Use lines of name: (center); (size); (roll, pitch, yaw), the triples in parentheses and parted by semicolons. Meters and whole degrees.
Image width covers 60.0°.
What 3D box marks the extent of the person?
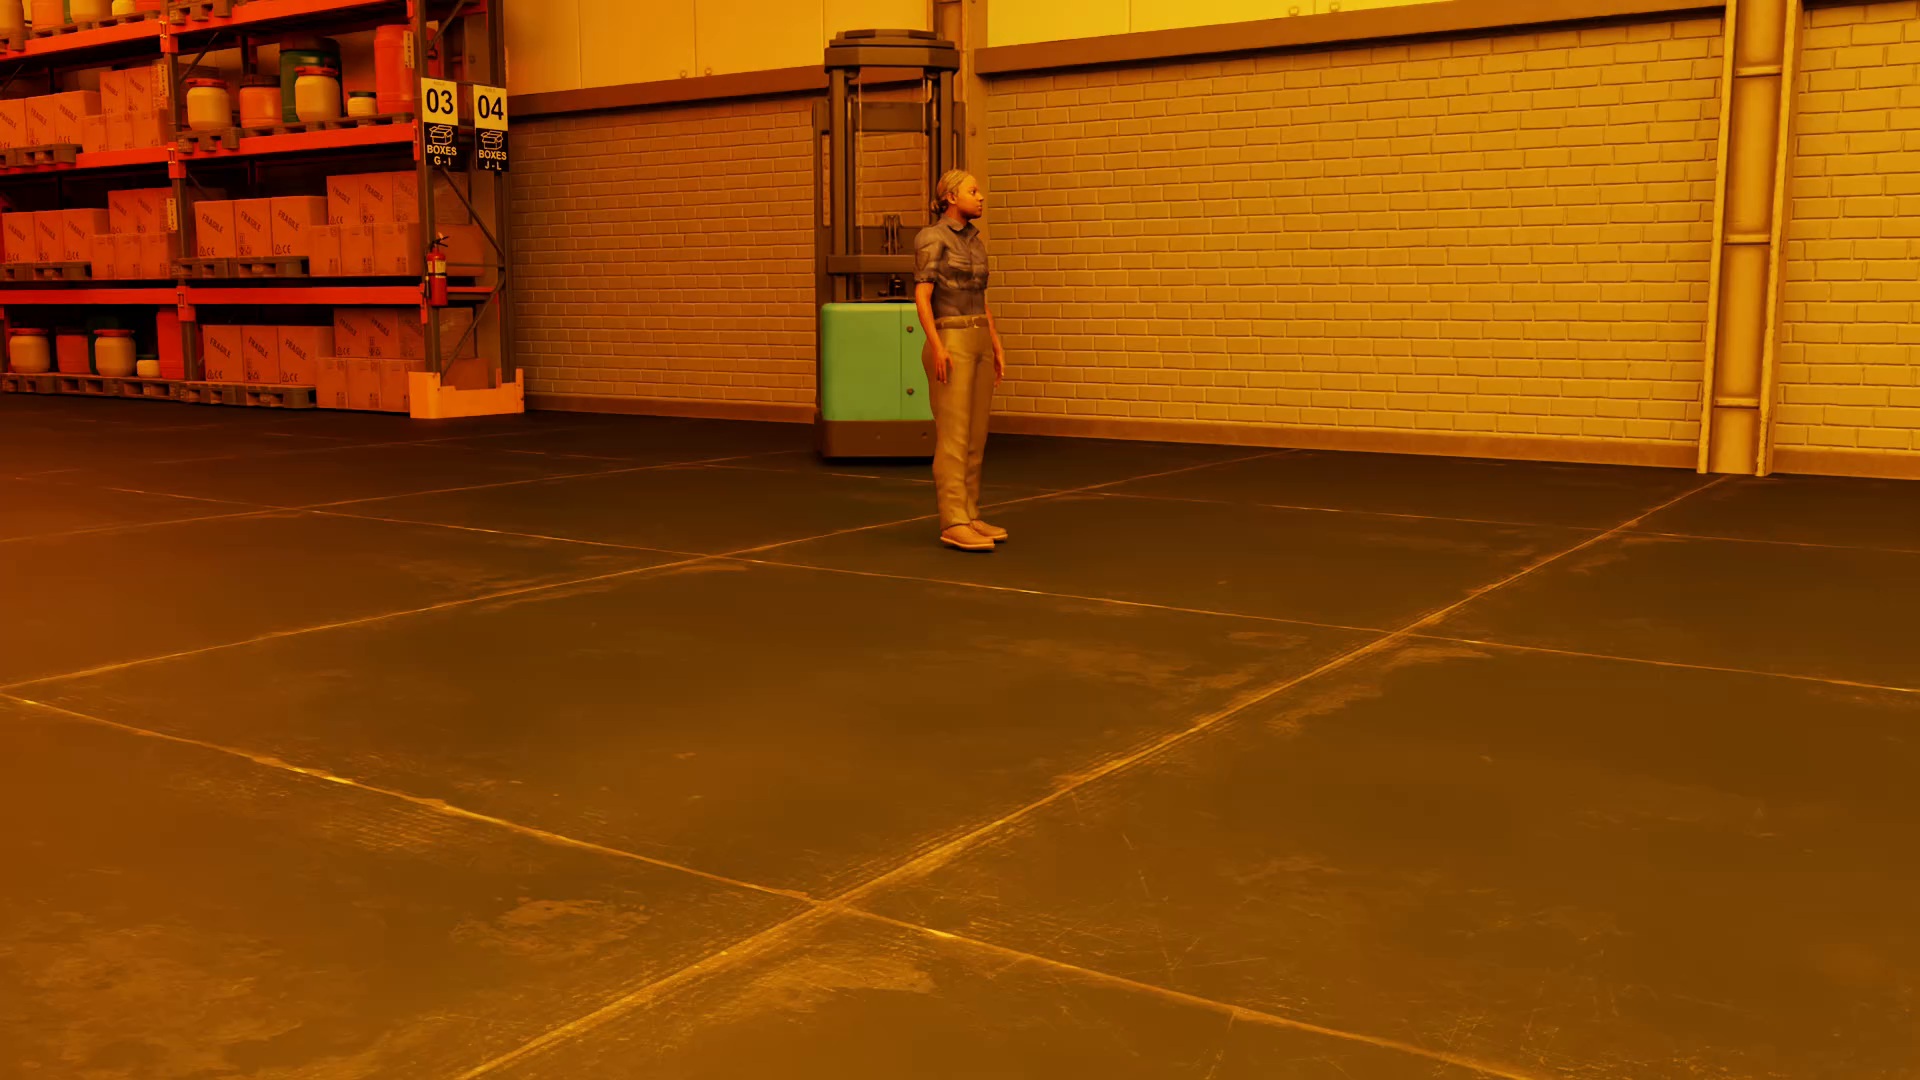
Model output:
person: (0.062, -0.817, 7.421); (0.503, 1.656, 0.569); (5, 10, 34)

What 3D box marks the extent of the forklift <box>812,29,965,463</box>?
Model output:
forklift: (-0.530, -2.140, 12.243); (1.130, 2.935, 3.031); (-1, 8, -6)
